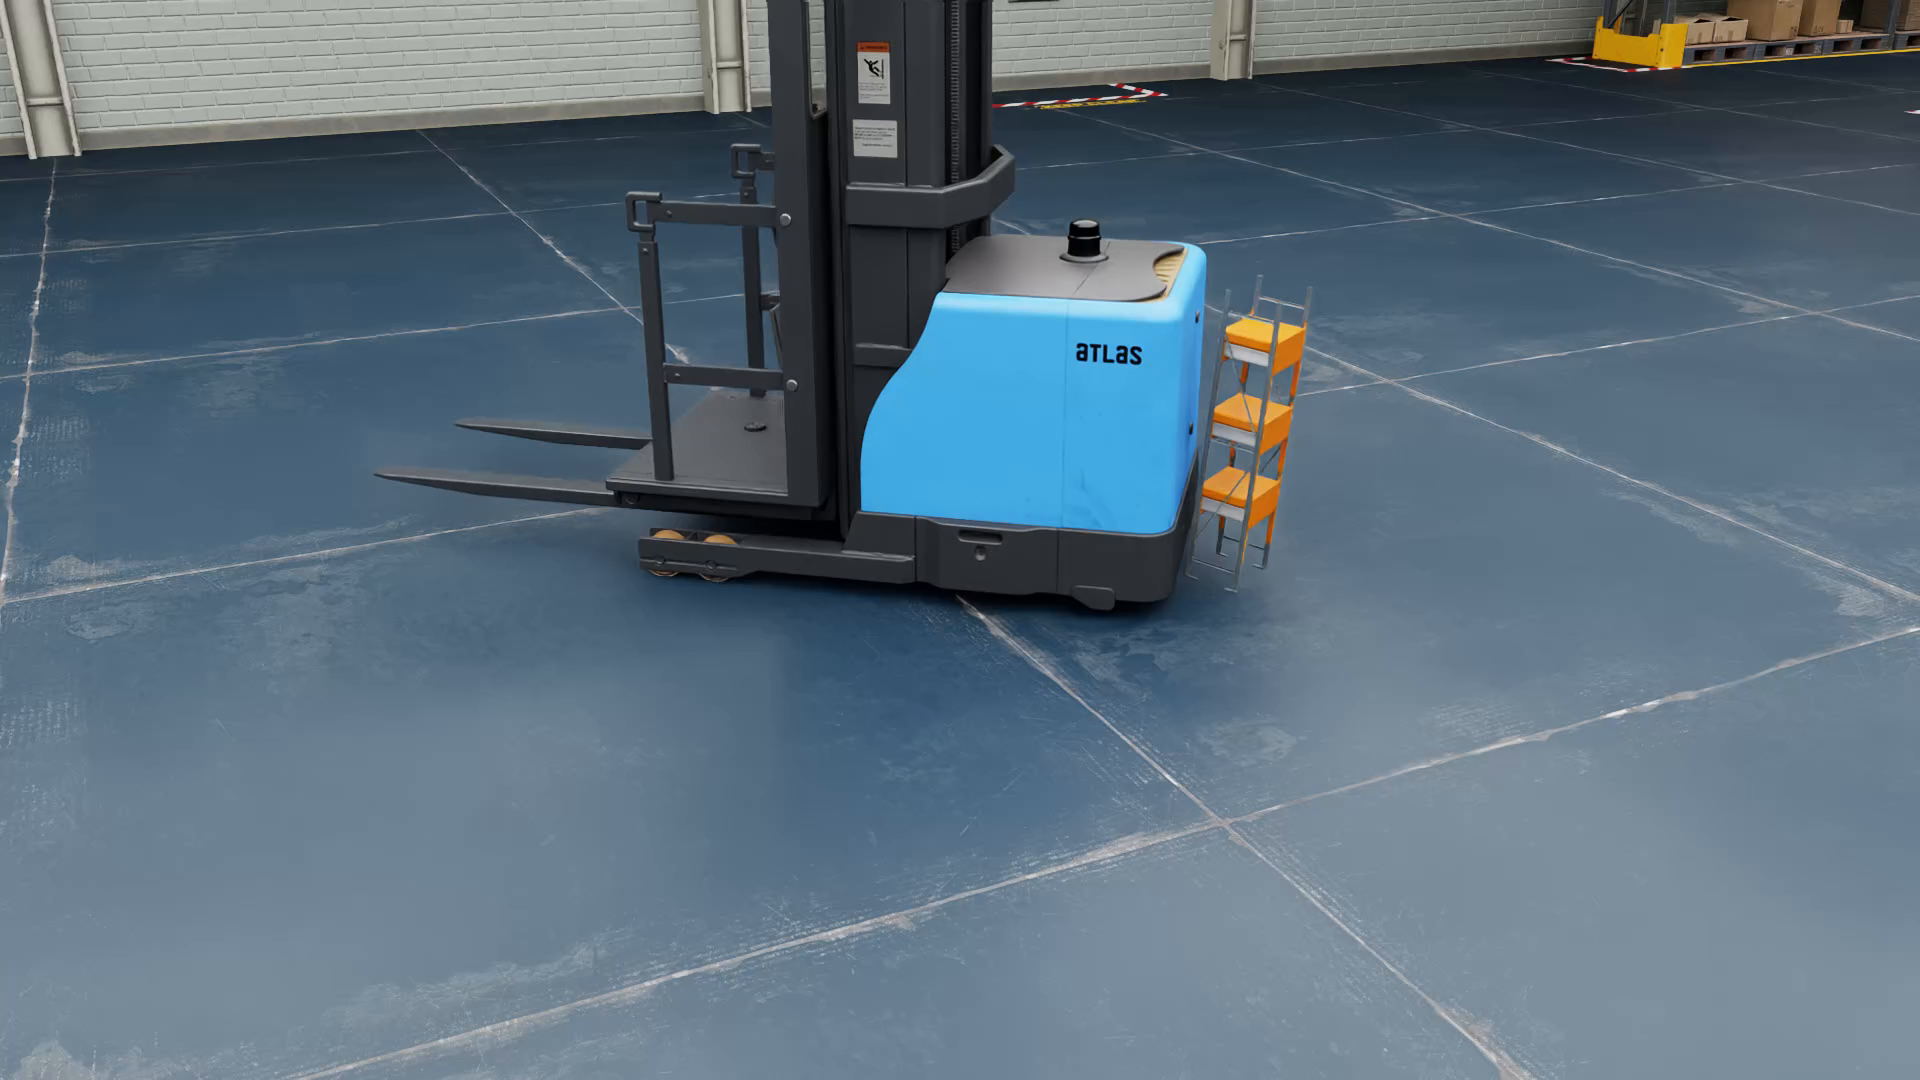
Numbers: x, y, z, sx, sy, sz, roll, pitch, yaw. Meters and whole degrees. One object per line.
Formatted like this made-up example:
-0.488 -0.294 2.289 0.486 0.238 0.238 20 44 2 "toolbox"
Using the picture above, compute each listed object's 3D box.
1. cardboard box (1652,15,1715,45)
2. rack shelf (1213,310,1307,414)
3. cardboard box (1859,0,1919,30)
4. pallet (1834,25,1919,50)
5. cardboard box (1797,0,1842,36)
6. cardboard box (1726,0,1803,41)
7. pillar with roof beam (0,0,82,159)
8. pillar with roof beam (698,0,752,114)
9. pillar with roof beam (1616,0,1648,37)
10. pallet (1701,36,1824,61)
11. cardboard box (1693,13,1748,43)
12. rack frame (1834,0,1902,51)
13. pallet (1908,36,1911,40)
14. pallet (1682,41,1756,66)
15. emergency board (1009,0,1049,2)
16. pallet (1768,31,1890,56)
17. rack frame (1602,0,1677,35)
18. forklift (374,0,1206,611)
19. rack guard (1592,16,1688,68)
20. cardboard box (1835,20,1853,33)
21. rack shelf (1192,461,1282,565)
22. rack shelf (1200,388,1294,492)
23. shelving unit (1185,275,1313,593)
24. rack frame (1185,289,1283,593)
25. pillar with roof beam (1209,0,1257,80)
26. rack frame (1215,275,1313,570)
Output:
8.904 -6.294 20.475 0.500 0.311 0.500 -14 26 -30 "cardboard box"
1.007 -0.603 5.601 0.215 0.259 0.240 19 29 29 "rack shelf"
12.501 -7.089 22.148 0.500 0.500 0.700 -10 24 -22 "cardboard box"
12.546 -6.754 22.292 1.213 0.211 1.003 -10 25 -24 "pallet"
10.928 -6.776 21.390 0.500 0.500 0.500 -12 26 -28 "cardboard box"
10.100 -6.581 20.919 0.500 0.500 0.700 -12 25 -27 "cardboard box"
-5.855 -5.966 8.898 0.400 9.000 9.100 -10 25 -24 "pillar with roof beam"
-0.449 -6.962 11.303 0.400 9.000 9.100 -10 25 -24 "pillar with roof beam"
10.364 -8.952 16.111 0.400 9.000 9.100 -10 25 -24 "pillar with roof beam"
10.155 -6.297 21.187 1.213 0.211 1.003 -10 25 -24 "pallet"
9.417 -6.389 20.703 0.500 0.311 0.500 -8 24 -19 "cardboard box"
11.845 -7.913 21.445 0.127 3.000 1.000 -10 25 -24 "rack frame"
13.647 -6.958 22.784 1.213 0.211 1.003 -10 25 -24 "pallet"
9.057 -6.096 20.702 1.213 0.211 1.003 -10 25 -24 "pallet"
0.831 -6.277 17.492 0.626 1.169 0.157 -10 25 -24 "emergency board"
11.256 -6.501 21.680 1.213 0.211 1.003 -10 25 -24 "pallet"
8.241 -7.250 19.842 0.127 3.000 1.000 -10 25 -24 "rack frame"
-0.665 -1.395 5.787 3.031 2.935 1.130 5 23 12 "forklift"
8.310 -6.107 20.351 0.348 0.500 1.175 -10 25 -24 "rack guard"
11.376 -6.708 21.663 0.250 0.166 0.380 -14 26 -30 "cardboard box"
0.967 -0.096 5.840 0.215 0.259 0.240 19 29 29 "rack shelf"
0.987 -0.347 5.722 0.215 0.259 0.240 19 29 29 "rack shelf"
0.987 -0.357 5.717 0.215 1.050 0.252 19 29 29 "shelving unit"
0.919 -0.318 5.624 0.200 1.050 0.008 19 29 29 "rack frame"
4.958 -7.957 13.707 0.400 9.000 9.100 -10 25 -24 "pillar with roof beam"
1.056 -0.395 5.811 0.200 1.050 0.008 19 29 29 "rack frame"
